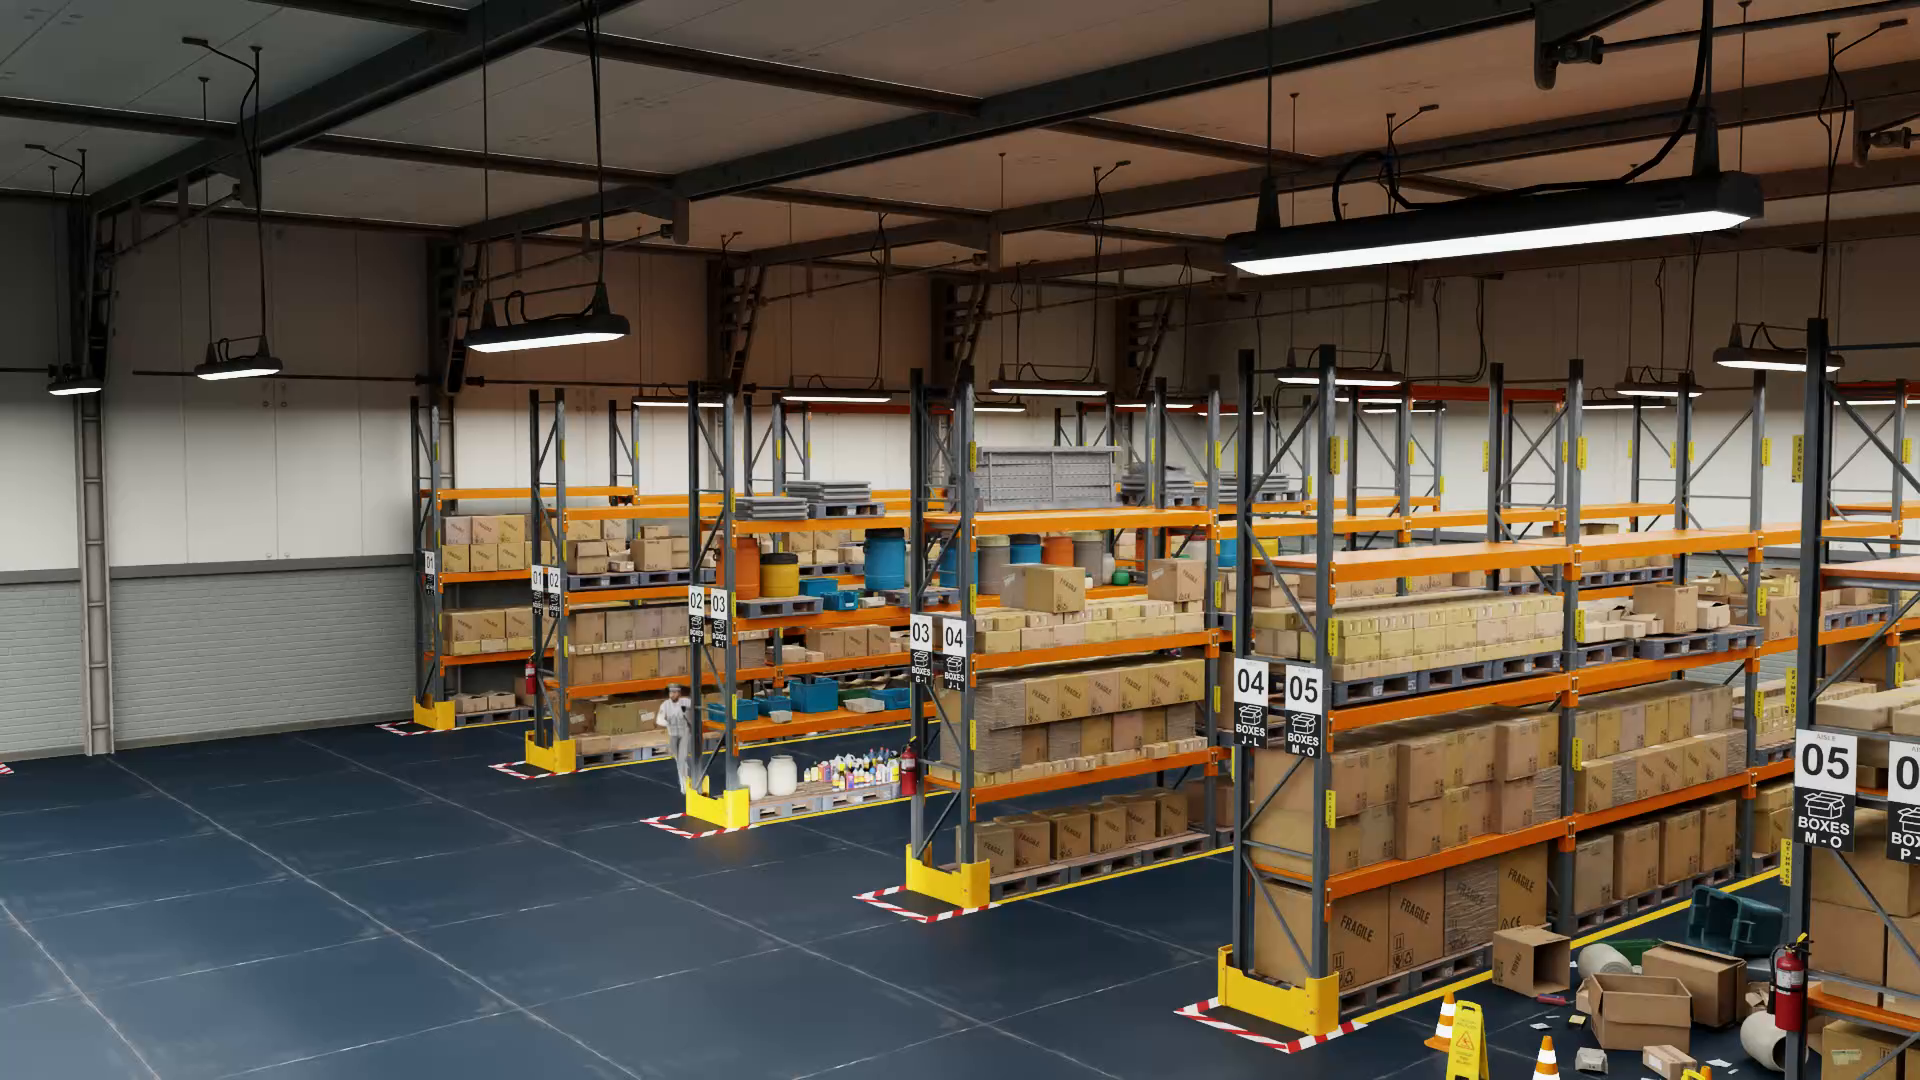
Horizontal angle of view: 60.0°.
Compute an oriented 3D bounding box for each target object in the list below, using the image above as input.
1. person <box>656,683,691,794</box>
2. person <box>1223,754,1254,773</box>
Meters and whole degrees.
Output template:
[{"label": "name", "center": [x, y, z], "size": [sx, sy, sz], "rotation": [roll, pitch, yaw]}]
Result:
[{"label": "person", "center": [-4.149, 2.901, 24.628], "size": [0.602, 1.652, 0.945], "rotation": [0, 3, 7]}, {"label": "person", "center": [4.282, 2.887, 25.340], "size": [1.122, 1.595, 0.710], "rotation": [-2, 4, -35]}]
